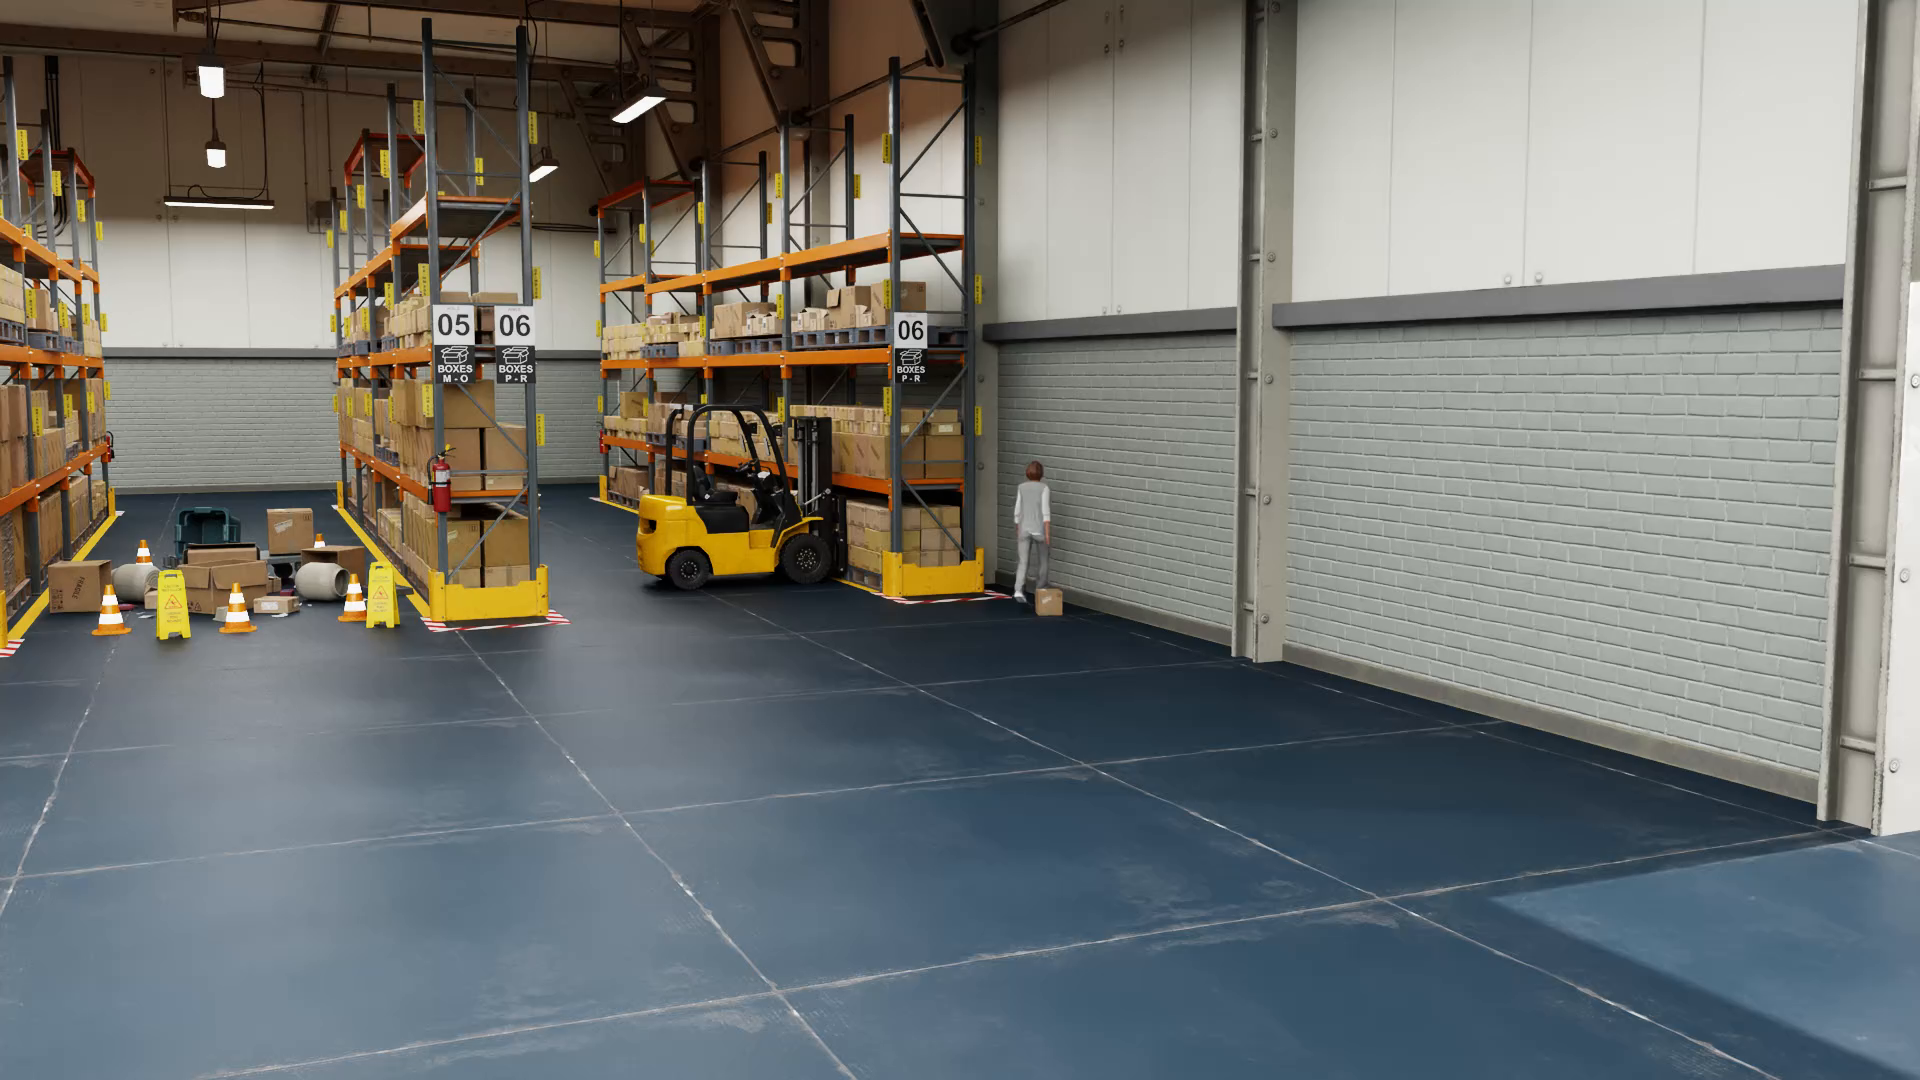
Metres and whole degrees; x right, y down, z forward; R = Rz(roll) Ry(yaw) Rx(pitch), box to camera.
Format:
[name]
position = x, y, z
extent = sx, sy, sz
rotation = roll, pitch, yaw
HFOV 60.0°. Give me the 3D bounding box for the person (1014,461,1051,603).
[person]
position = 0.778, -0.081, 18.042
extent = 0.436, 1.548, 0.951
rotation = 2, 6, 17
